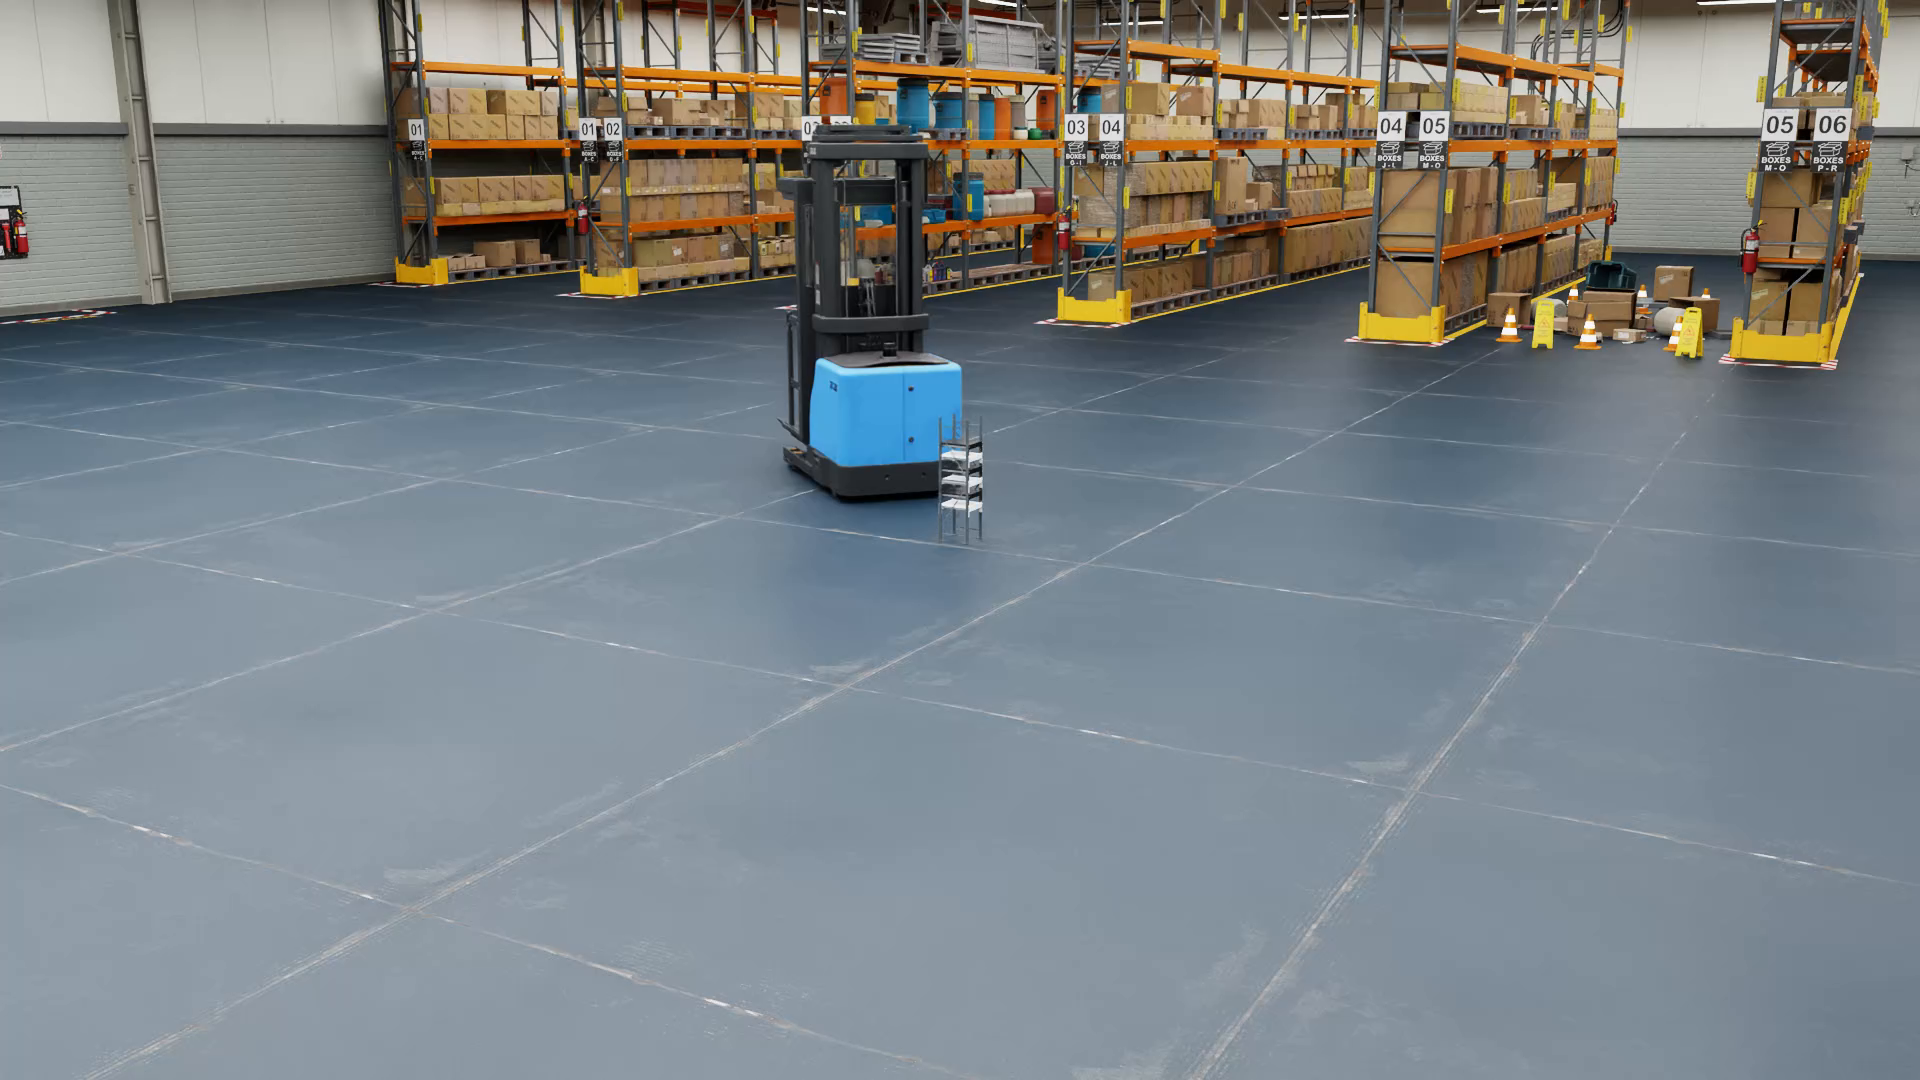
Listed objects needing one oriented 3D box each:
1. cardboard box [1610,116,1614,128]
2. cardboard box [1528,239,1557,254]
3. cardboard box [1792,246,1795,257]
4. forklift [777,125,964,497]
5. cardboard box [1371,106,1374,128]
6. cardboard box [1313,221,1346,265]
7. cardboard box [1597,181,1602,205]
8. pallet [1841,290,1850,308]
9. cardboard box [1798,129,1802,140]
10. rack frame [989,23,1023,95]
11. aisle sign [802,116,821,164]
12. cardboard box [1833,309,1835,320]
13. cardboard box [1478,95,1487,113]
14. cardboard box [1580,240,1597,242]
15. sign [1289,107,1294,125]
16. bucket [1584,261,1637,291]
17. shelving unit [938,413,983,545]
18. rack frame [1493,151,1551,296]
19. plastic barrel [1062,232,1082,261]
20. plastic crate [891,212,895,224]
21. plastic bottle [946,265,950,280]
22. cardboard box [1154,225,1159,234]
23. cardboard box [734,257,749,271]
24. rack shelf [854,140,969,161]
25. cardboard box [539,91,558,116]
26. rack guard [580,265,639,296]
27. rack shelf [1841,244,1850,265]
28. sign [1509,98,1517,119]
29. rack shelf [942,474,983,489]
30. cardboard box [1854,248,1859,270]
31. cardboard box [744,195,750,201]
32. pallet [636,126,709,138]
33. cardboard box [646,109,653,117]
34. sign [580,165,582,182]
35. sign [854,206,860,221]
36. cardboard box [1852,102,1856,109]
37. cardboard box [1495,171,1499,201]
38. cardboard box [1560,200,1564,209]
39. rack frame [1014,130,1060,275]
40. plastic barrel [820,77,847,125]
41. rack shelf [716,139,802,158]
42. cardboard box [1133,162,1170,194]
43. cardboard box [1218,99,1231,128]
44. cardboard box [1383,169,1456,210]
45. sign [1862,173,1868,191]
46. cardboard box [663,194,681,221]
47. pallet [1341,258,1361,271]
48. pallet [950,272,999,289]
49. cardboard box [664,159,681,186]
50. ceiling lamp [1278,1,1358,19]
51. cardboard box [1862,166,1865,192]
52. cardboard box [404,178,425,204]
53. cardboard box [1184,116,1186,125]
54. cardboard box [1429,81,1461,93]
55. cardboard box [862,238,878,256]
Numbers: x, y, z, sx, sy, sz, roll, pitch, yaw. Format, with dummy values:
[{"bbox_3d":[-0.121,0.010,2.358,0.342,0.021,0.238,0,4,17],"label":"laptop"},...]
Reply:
[{"bbox_3d":[13.889,-9.061,36.071,0.500,0.250,0.500,7,15,27],"label":"cardboard box"},{"bbox_3d":[11.058,-5.591,31.663,0.500,0.250,0.500,7,15,27],"label":"cardboard box"},{"bbox_3d":[11.237,-3.816,21.997,0.380,0.149,0.250,8,16,29],"label":"cardboard box"},{"bbox_3d":[-0.931,-2.068,14.357,1.130,2.935,3.031,-5,14,-18],"label":"forklift"},{"bbox_3d":[9.053,-9.677,38.051,0.700,0.500,0.500,6,15,24],"label":"cardboard box"},{"bbox_3d":[7.617,-6.461,36.069,1.225,0.875,0.875,7,15,28],"label":"cardboard box"},{"bbox_3d":[13.403,-7.422,35.569,0.500,0.500,0.500,8,16,31],"label":"cardboard box"},{"bbox_3d":[15.097,-4.277,29.325,1.003,0.211,1.213,7,15,28],"label":"pallet"},{"bbox_3d":[10.960,-5.385,22.105,0.380,0.149,0.250,8,16,30],"label":"cardboard box"},{"bbox_3d":[1.172,-12.283,43.783,1.000,3.000,0.127,7,15,28],"label":"rack frame"},{"bbox_3d":[-2.523,-6.805,28.313,0.394,0.787,0.004,7,15,28],"label":"aisle sign"},{"bbox_3d":[12.167,-3.160,23.714,0.500,0.250,0.500,8,16,29],"label":"cardboard box"},{"bbox_3d":[7.589,-6.542,24.944,0.500,0.250,0.500,7,15,28],"label":"cardboard box"},{"bbox_3d":[13.735,-6.473,36.399,0.380,0.149,0.250,7,15,26],"label":"cardboard box"},{"bbox_3d":[6.449,-8.250,32.351,0.100,0.325,0.005,7,15,28],"label":"sign"},{"bbox_3d":[10.287,-4.057,26.205,0.620,0.611,0.726,1,9,-42],"label":"bucket"},{"bbox_3d":[0.004,-0.439,11.935,0.258,0.900,0.210,7,15,28],"label":"shelving unit"},{"bbox_3d":[10.268,-6.020,30.603,1.000,3.000,0.127,7,15,28],"label":"rack frame"},{"bbox_3d":[2.407,-6.529,36.966,0.600,0.588,0.708,7,15,28],"label":"plastic barrel"},{"bbox_3d":[-1.198,-5.993,30.946,0.450,0.188,0.662,7,15,28],"label":"plastic crate"},{"bbox_3d":[-0.238,-5.100,31.646,0.061,0.283,0.133,8,16,31],"label":"plastic bottle"},{"bbox_3d":[3.052,-5.128,27.438,0.380,0.149,0.250,7,15,28],"label":"cardboard box"},{"bbox_3d":[-4.662,-5.652,34.050,0.500,0.250,0.500,7,15,28],"label":"cardboard box"},{"bbox_3d":[-1.261,-7.041,29.974,1.077,0.370,4.000,7,15,28],"label":"rack shelf"},{"bbox_3d":[-8.972,-9.334,35.563,0.500,0.500,0.500,6,15,23],"label":"cardboard box"},{"bbox_3d":[-6.574,-4.864,31.143,1.175,0.500,0.348,7,15,28],"label":"rack guard"},{"bbox_3d":[13.683,-4.720,26.745,1.077,0.370,4.000,7,15,28],"label":"rack shelf"},{"bbox_3d":[8.821,-6.885,26.518,0.100,0.325,0.005,7,15,28],"label":"sign"},{"bbox_3d":[0.004,-0.407,11.943,0.258,0.077,0.200,7,15,28],"label":"rack shelf"},{"bbox_3d":[17.851,-5.744,34.030,0.875,0.438,0.875,8,16,30],"label":"cardboard box"},{"bbox_3d":[-5.534,-8.687,42.159,0.380,0.149,0.250,7,15,28],"label":"cardboard box"},{"bbox_3d":[-5.609,-7.893,32.161,1.003,0.211,1.213,7,15,28],"label":"pallet"},{"bbox_3d":[-5.968,-8.152,32.041,0.500,0.311,0.500,10,17,35],"label":"cardboard box"},{"bbox_3d":[-7.031,-6.827,30.974,0.100,0.325,0.005,7,15,28],"label":"sign"},{"bbox_3d":[-1.749,-5.594,28.245,0.100,0.325,0.005,7,15,28],"label":"sign"},{"bbox_3d":[11.602,-5.753,21.930,0.380,0.149,0.250,7,15,28],"label":"cardboard box"},{"bbox_3d":[8.569,-5.836,27.495,0.700,0.500,0.500,7,15,27],"label":"cardboard box"},{"bbox_3d":[11.556,-6.551,32.446,0.380,0.149,0.250,8,16,30],"label":"cardboard box"},{"bbox_3d":[1.639,-7.164,35.347,1.000,3.000,0.127,7,15,28],"label":"rack frame"},{"bbox_3d":[-2.105,-7.507,28.561,0.600,0.830,0.708,7,15,28],"label":"plastic barrel"},{"bbox_3d":[-3.662,-8.424,35.709,1.077,0.370,4.000,7,15,28],"label":"rack shelf"},{"bbox_3d":[3.100,-5.927,27.236,0.500,0.500,0.500,7,15,28],"label":"cardboard box"},{"bbox_3d":[4.355,-7.580,29.556,0.797,0.503,0.637,7,15,25],"label":"cardboard box"},{"bbox_3d":[6.614,-5.048,23.948,0.875,0.550,0.550,7,15,28],"label":"cardboard box"},{"bbox_3d":[17.063,-6.765,31.393,0.100,0.325,0.005,7,15,28],"label":"sign"},{"bbox_3d":[-5.831,-6.437,32.119,0.700,0.500,0.500,7,15,28],"label":"cardboard box"},{"bbox_3d":[8.345,-6.215,37.361,1.003,0.211,1.213,7,15,28],"label":"pallet"},{"bbox_3d":[0.051,-5.153,32.957,1.003,0.211,1.213,7,15,28],"label":"pallet"},{"bbox_3d":[-5.808,-7.081,32.022,0.700,0.500,0.500,7,15,28],"label":"cardboard box"},{"bbox_3d":[9.009,-14.824,41.869,2.000,3.185,0.800,7,15,28],"label":"ceiling lamp"},{"bbox_3d":[17.533,-7.112,32.787,0.500,0.500,0.500,8,16,29],"label":"cardboard box"},{"bbox_3d":[-10.859,-7.067,33.624,0.500,0.500,0.500,7,15,27],"label":"cardboard box"},{"bbox_3d":[3.582,-7.052,27.952,0.380,0.149,0.250,8,16,30],"label":"cardboard box"},{"bbox_3d":[6.840,-6.387,23.453,0.380,0.149,0.250,8,15,29],"label":"cardboard box"},{"bbox_3d":[-2.225,-6.785,38.173,0.500,0.500,0.500,8,16,30],"label":"cardboard box"}]
